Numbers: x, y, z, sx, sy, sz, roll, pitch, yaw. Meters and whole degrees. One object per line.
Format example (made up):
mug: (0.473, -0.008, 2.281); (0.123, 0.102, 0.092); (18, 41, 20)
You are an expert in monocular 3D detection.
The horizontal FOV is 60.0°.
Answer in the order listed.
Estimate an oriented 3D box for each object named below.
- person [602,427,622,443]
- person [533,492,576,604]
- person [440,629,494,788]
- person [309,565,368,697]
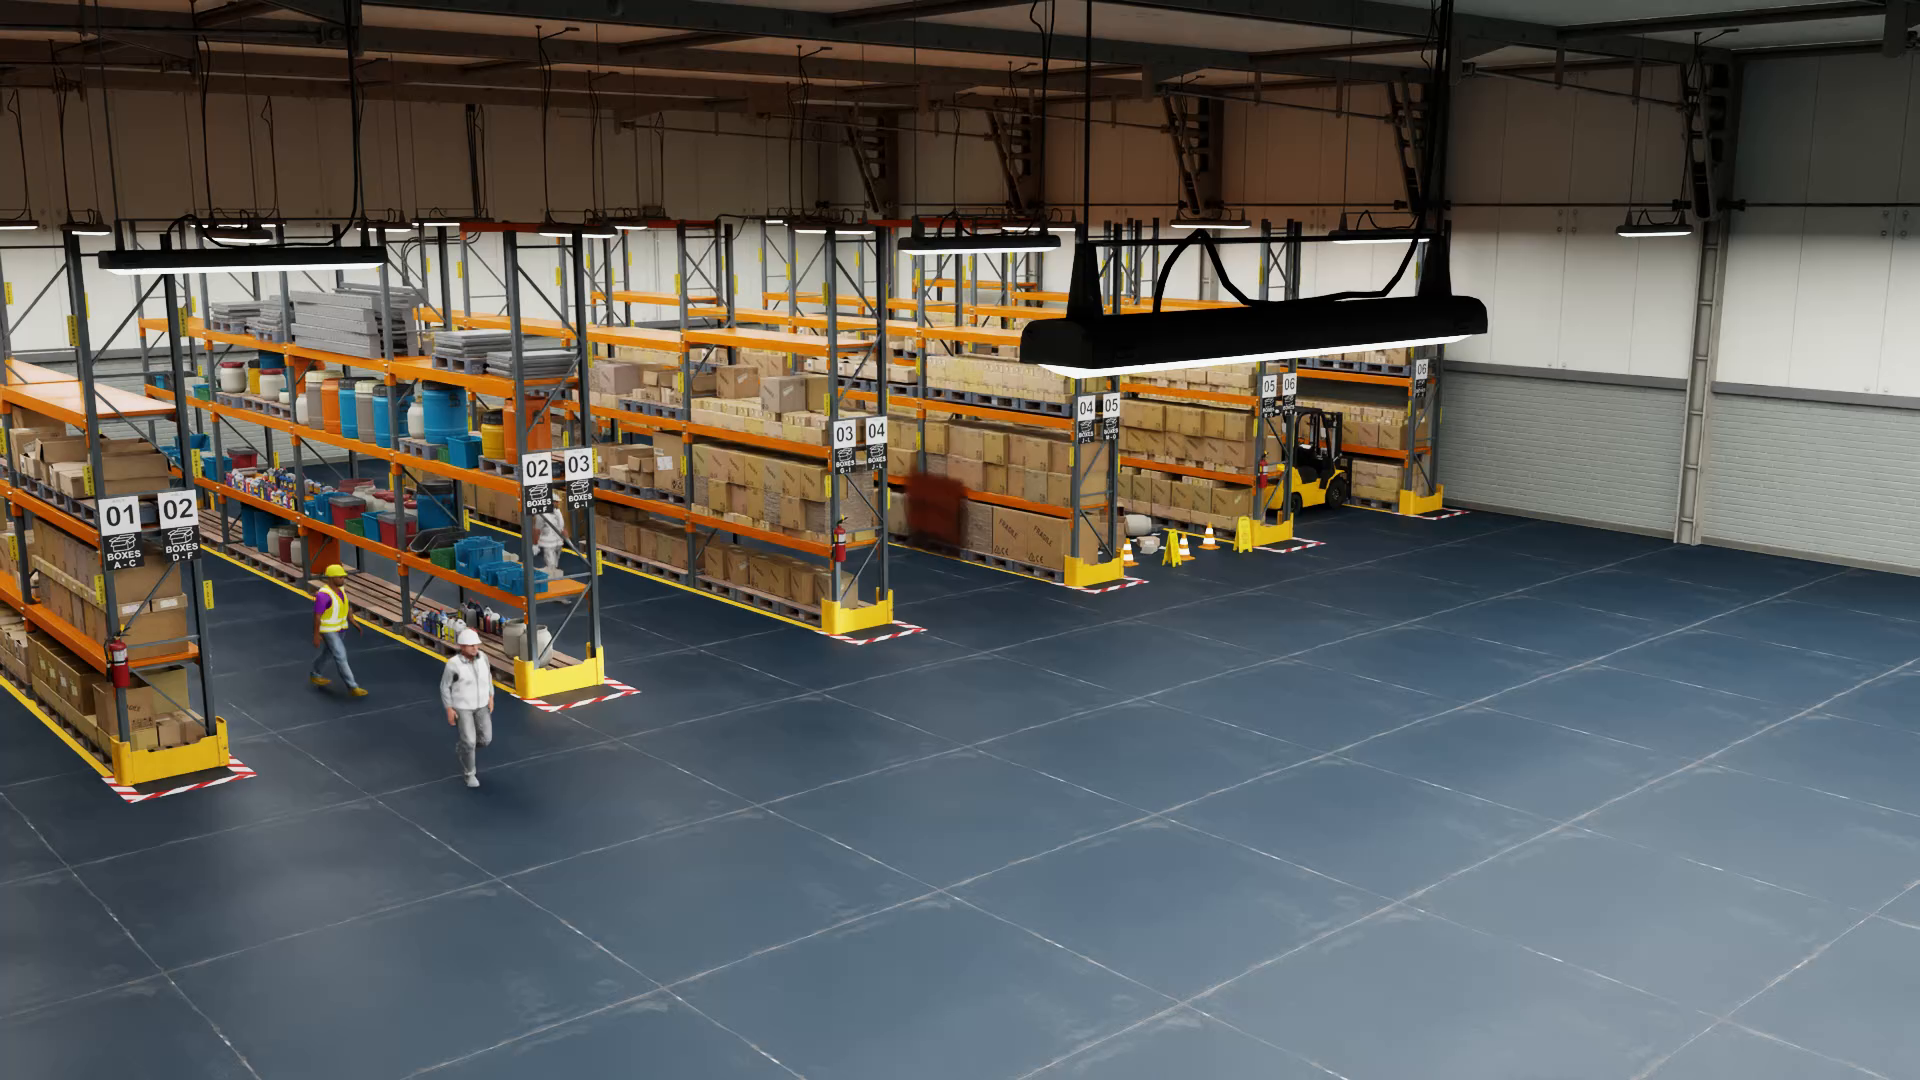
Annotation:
person: (-9.132, -3.216, 43.410); (1.030, 1.709, 0.510); (-3, 12, -14)
person: (-6.540, 0.092, 26.886); (0.982, 1.739, 0.644); (8, 14, 35)
person: (-5.490, 1.822, 18.462); (0.636, 1.756, 0.622); (10, 15, 40)
person: (-8.161, 1.155, 21.729); (1.121, 1.703, 0.652); (4, 12, 21)
